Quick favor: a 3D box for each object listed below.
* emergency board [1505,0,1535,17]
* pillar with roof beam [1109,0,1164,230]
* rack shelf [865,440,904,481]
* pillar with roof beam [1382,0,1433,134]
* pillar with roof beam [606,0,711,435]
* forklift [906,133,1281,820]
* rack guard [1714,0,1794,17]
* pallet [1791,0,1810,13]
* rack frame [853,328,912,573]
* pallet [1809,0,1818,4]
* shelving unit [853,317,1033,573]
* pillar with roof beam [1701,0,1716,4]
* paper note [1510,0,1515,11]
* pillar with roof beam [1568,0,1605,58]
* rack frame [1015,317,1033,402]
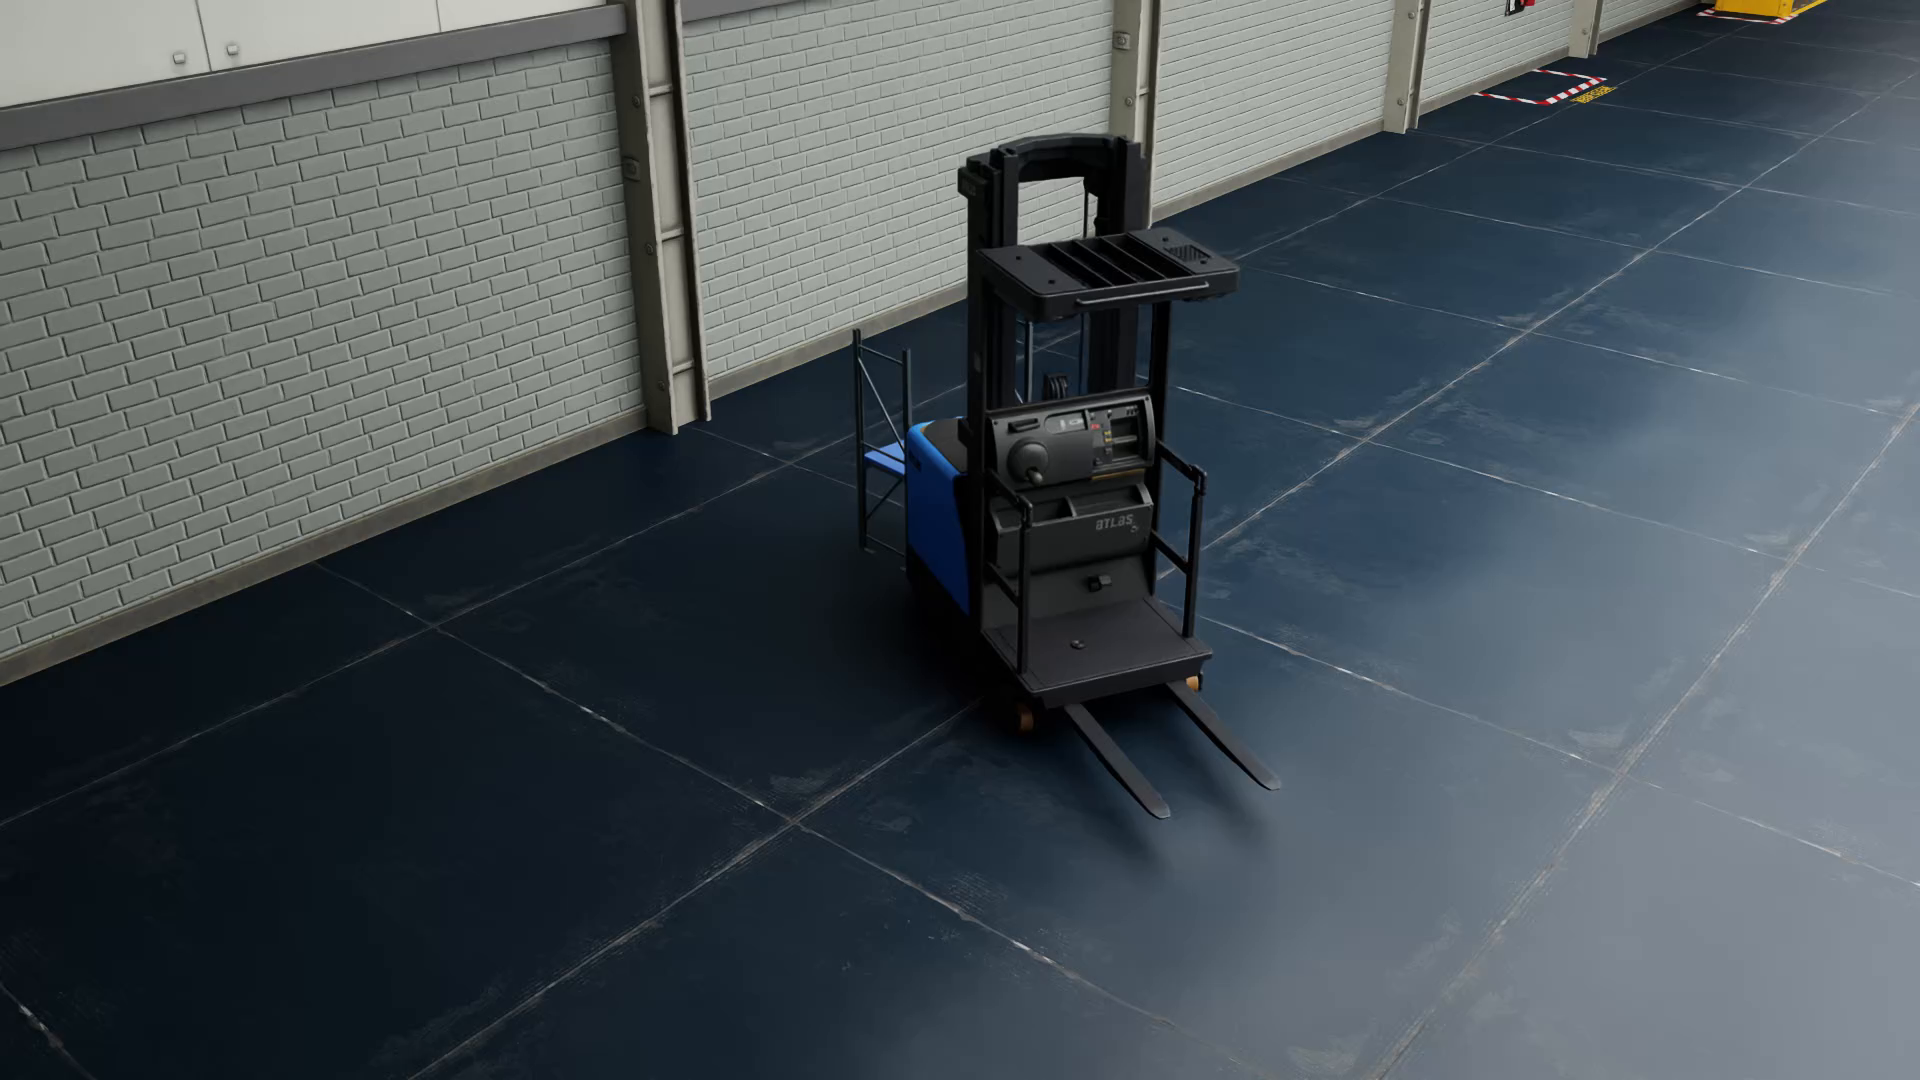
[{"bbox_3d":[7.715,-7.744,22.588,0.194,1.169,0.643,21,34,34],"label":"emergency board"},{"bbox_3d":[5.005,-5.761,12.225,9.100,9.000,0.400,21,34,34],"label":"pillar with roof beam"},{"bbox_3d":[-0.098,-0.532,10.670,1.000,0.185,0.538,-23,35,-37],"label":"rack shelf"},{"bbox_3d":[8.822,-7.889,16.337,9.100,9.000,0.400,21,34,34],"label":"pillar with roof beam"},{"bbox_3d":[1.189,-3.634,8.113,9.100,9.000,0.400,21,34,34],"label":"pillar with roof beam"},{"bbox_3d":[0.687,-0.489,8.638,1.130,2.935,3.031,-10,29,-19],"label":"forklift"},{"bbox_3d":[13.403,-9.152,28.030,1.175,0.500,0.348,21,34,34],"label":"rack guard"},{"bbox_3d":[13.947,-9.302,28.633,1.003,0.211,1.213,21,34,34],"label":"pallet"},{"bbox_3d":[-0.470,-0.533,10.280,0.032,1.500,0.500,-23,35,-37],"label":"rack frame"},{"bbox_3d":[14.724,-9.733,29.465,1.003,0.211,1.213,21,34,34],"label":"pallet"},{"bbox_3d":[-0.098,-0.692,10.588,1.048,1.500,0.538,-23,35,-37],"label":"shelving unit"},{"bbox_3d":[16.455,-12.143,24.561,9.100,9.000,0.400,21,34,34],"label":"pillar with roof beam"},{"bbox_3d":[7.549,-7.311,22.708,0.016,0.148,0.142,21,34,34],"label":"paper note"},{"bbox_3d":[12.638,-10.016,20.449,9.100,9.000,0.400,21,34,34],"label":"pillar with roof beam"},{"bbox_3d":[0.275,-0.851,10.895,0.032,1.500,0.500,-23,35,-37],"label":"rack frame"}]
